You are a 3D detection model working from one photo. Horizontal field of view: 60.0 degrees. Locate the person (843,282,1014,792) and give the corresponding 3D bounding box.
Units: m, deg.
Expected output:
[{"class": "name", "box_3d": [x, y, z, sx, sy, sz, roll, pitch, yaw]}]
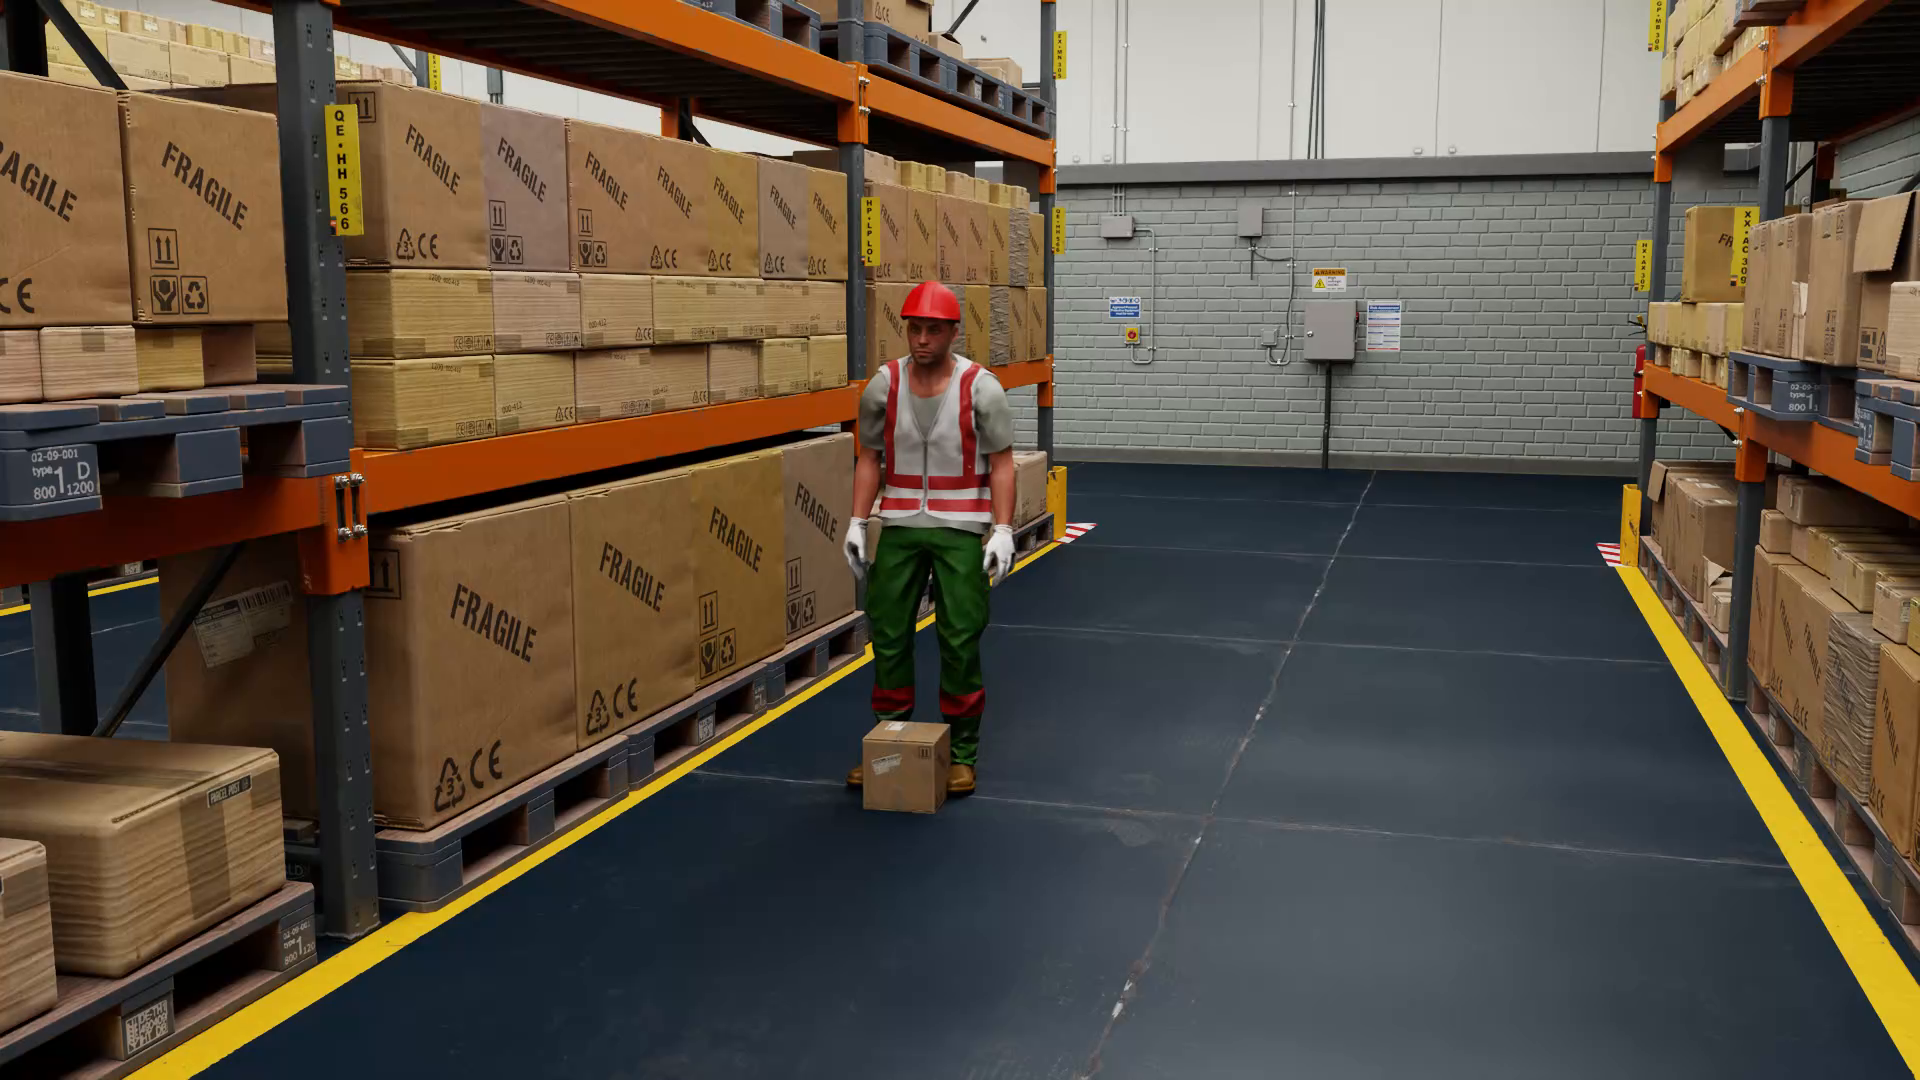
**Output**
[{"class": "person", "box_3d": [-0.113, -0.006, 5.830, 0.610, 1.776, 0.458, 2, 8, 14]}]
